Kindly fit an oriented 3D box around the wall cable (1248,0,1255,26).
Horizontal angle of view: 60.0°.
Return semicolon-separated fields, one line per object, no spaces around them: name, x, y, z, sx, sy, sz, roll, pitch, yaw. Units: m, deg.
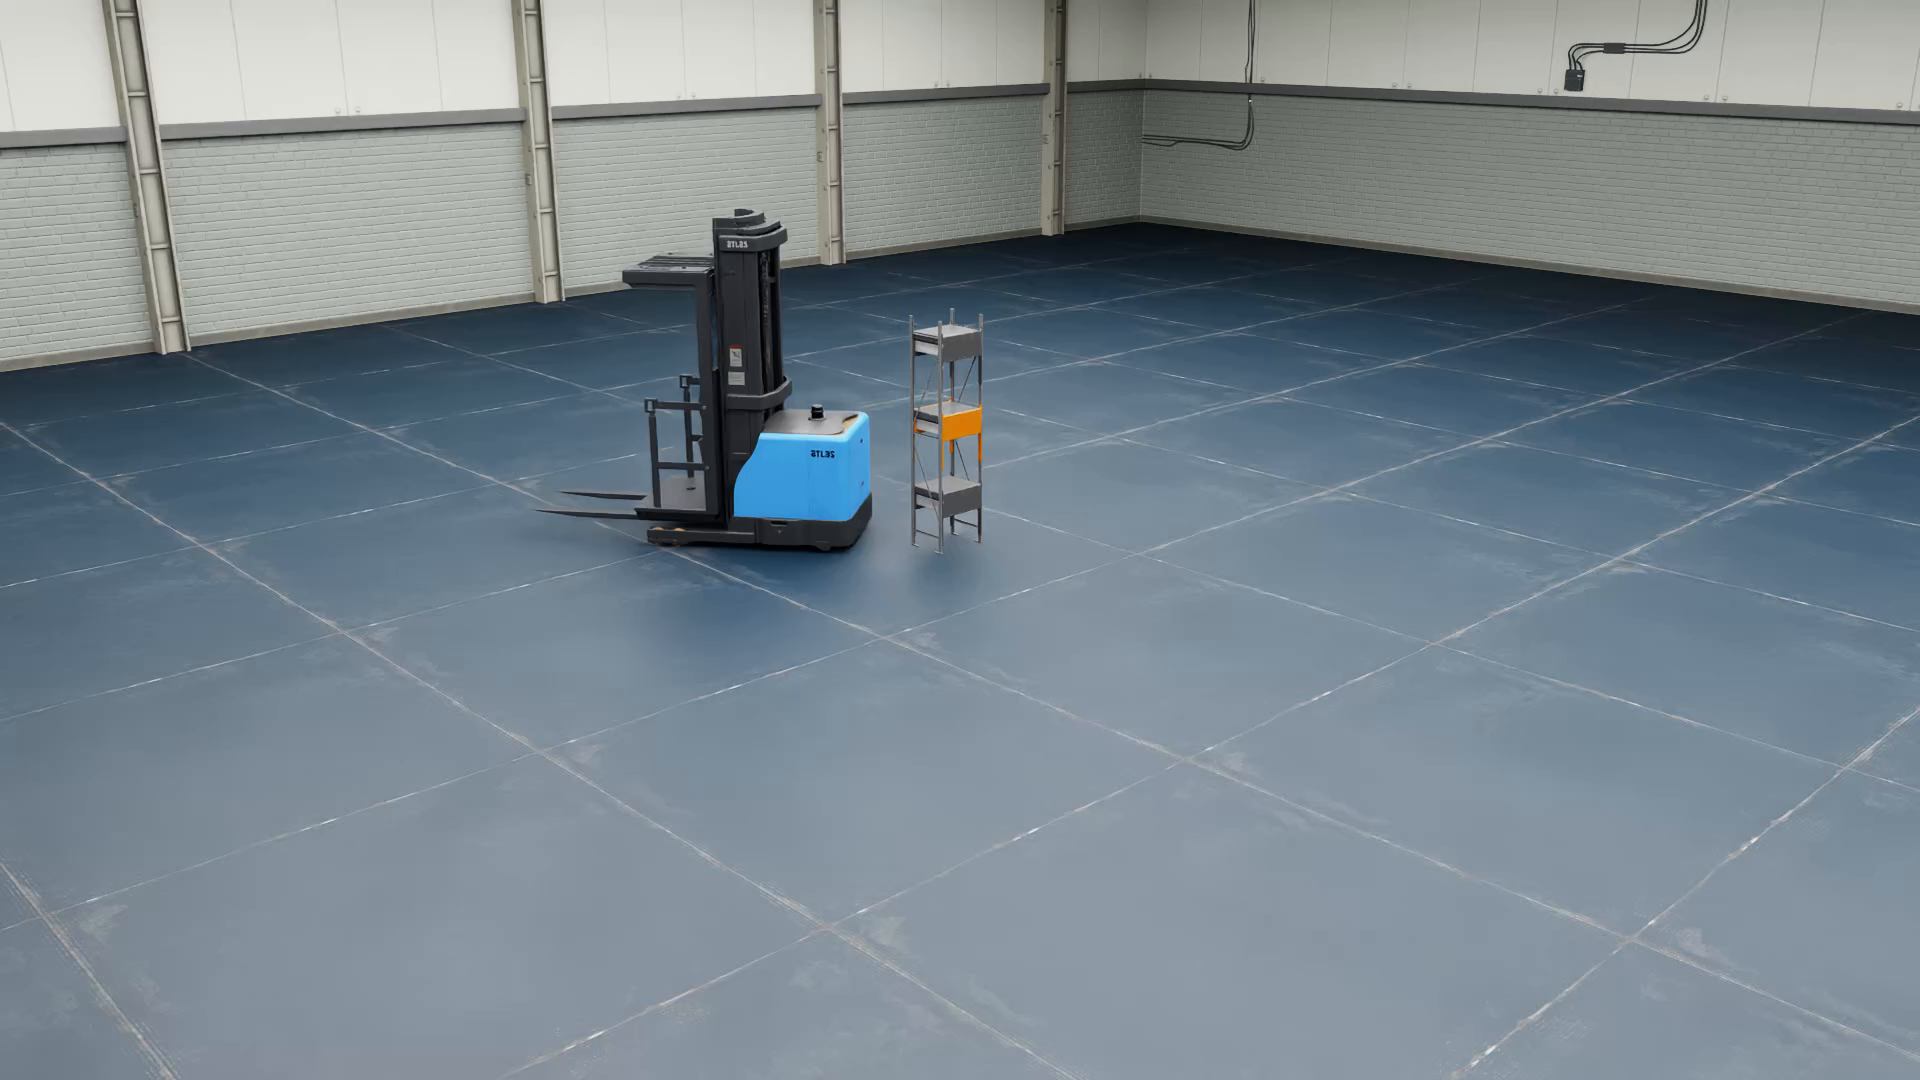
wall cable;6.869;-11.413;32.707;0.112;2.526;3.097;-16;24;-41

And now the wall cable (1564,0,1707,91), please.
wall cable;11.522;-10.581;27.781;0.169;6.003;2.305;-16;24;-41

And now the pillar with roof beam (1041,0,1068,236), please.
pillar with roof beam;4.919;-9.802;30.890;0.400;9.000;9.100;-16;24;-41

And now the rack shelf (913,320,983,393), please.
rack shelf;-0.120;-1.617;14.606;0.480;0.518;0.431;-16;24;-41

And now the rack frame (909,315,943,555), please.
rack frame;-0.298;-0.912;14.659;0.015;2.100;0.400;-16;24;-41

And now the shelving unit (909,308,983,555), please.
shelving unit;-0.120;-0.964;14.818;0.503;2.100;0.431;-16;24;-41

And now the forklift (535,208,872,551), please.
forklift;-2.393;-1.491;15.097;3.031;2.935;1.130;3;18;8

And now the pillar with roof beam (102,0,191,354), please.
pillar with roof beam;-8.160;-5.987;19.126;0.400;9.000;9.100;-16;24;-41

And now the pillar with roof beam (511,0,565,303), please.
pillar with roof beam;-3.800;-7.259;23.048;0.400;9.000;9.100;-16;24;-41

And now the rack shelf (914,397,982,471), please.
rack shelf;-0.120;-0.951;14.822;0.480;0.518;0.431;-16;24;-41

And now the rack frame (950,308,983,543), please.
rack frame;0.057;-1.015;14.977;0.015;2.100;0.400;-16;24;-41

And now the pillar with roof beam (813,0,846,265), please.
pillar with roof beam;0.560;-8.530;26.969;0.400;9.000;9.100;-16;24;-41

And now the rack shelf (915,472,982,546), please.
rack shelf;-0.120;-0.285;15.038;0.480;0.518;0.431;-16;24;-41

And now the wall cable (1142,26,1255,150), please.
wall cable;5.011;-9.617;35.356;0.112;2.526;3.097;-16;24;-41
